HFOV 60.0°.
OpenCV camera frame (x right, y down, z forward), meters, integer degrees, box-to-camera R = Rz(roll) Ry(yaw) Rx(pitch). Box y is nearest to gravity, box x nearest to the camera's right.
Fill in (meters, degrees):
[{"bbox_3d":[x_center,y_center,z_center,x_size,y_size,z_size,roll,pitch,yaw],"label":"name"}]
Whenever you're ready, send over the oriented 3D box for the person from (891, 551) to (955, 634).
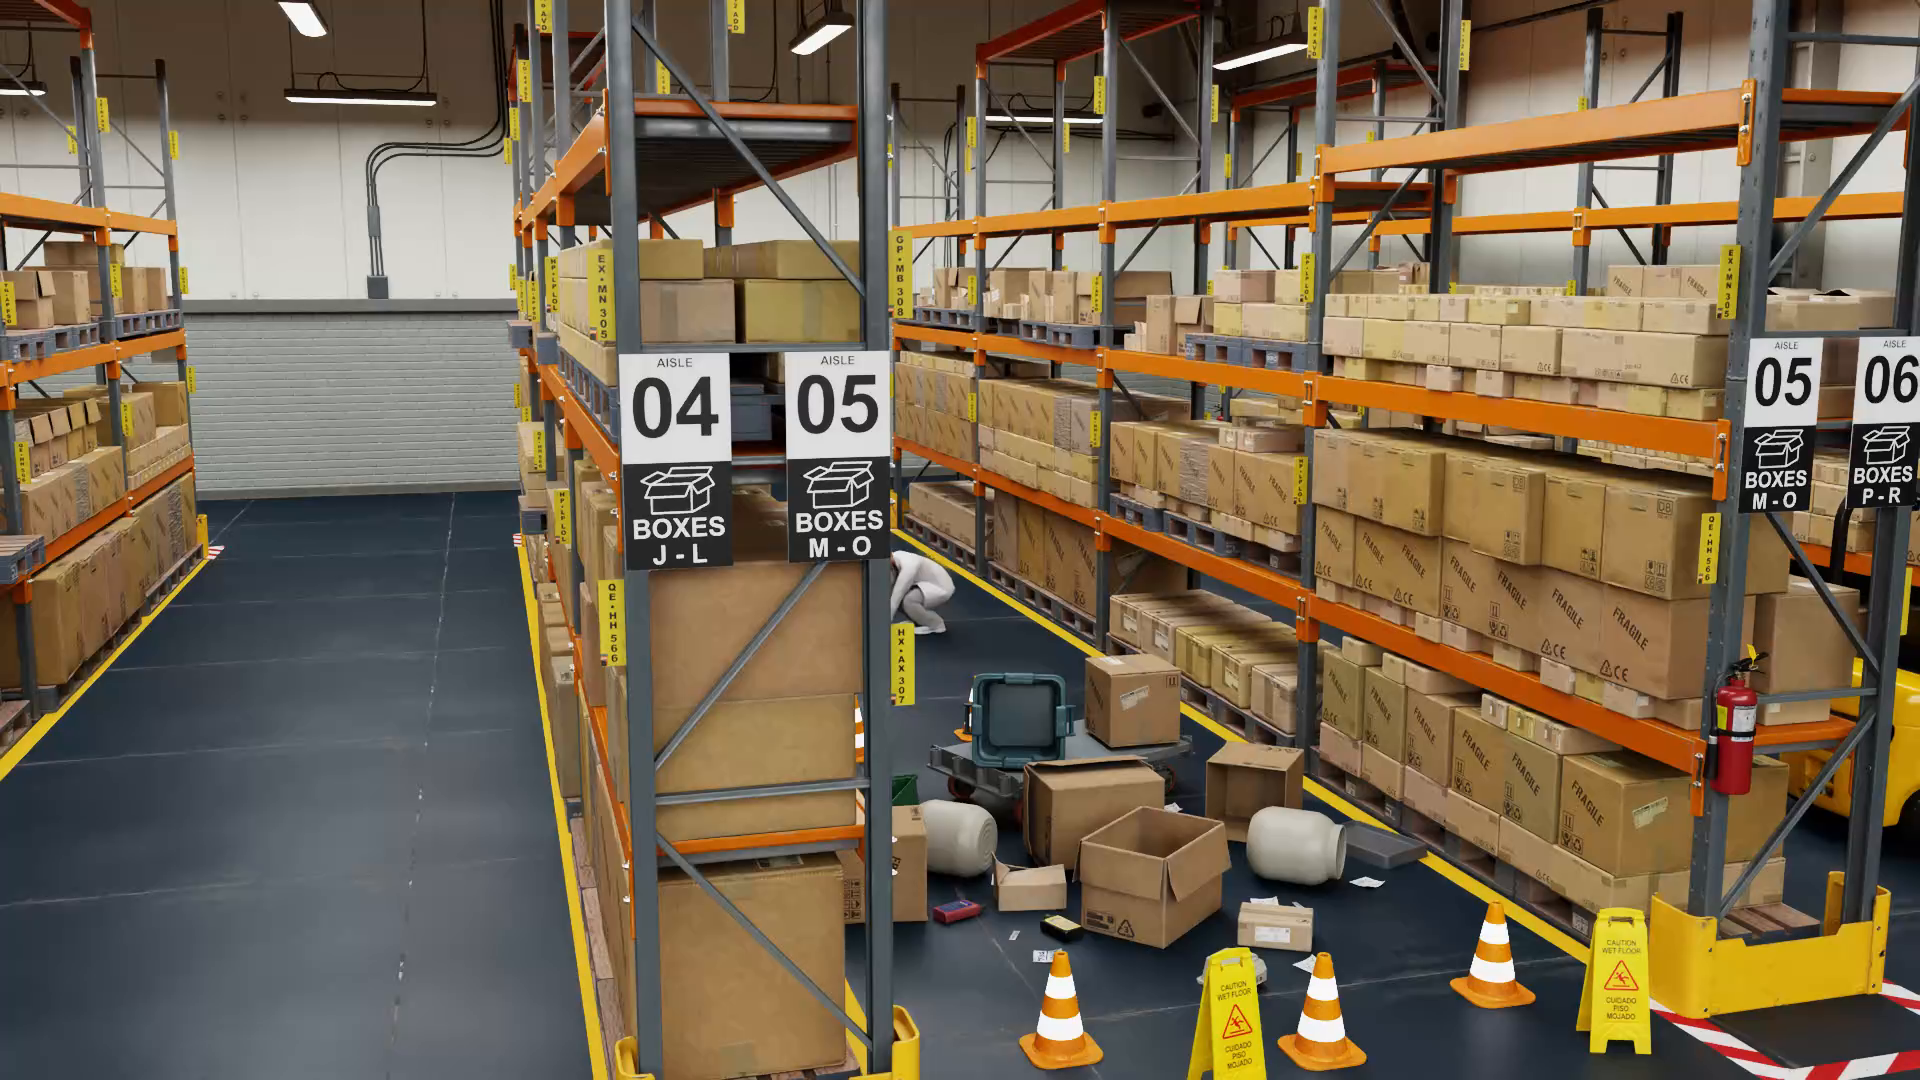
[{"bbox_3d":[-0.492,0.489,16.322,0.900,0.877,0.592,-3,9,-16],"label":"person"}]
